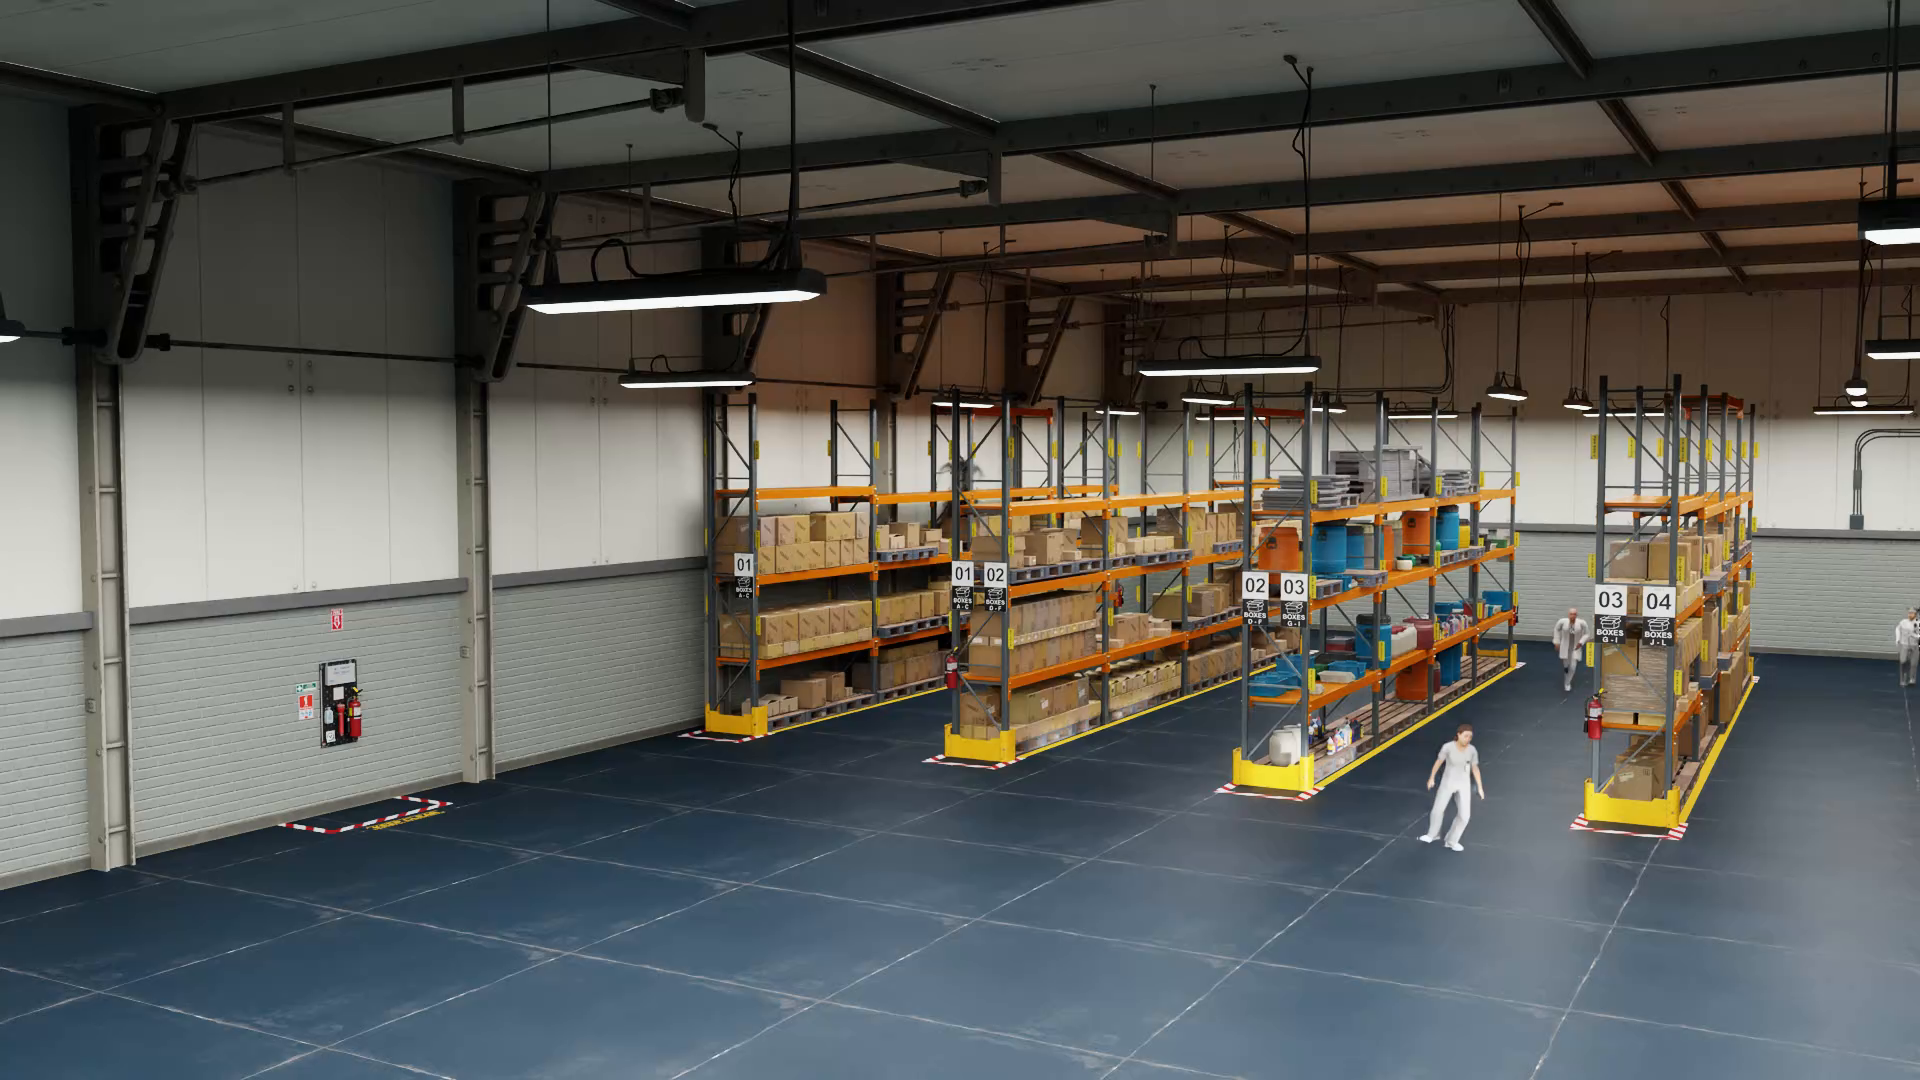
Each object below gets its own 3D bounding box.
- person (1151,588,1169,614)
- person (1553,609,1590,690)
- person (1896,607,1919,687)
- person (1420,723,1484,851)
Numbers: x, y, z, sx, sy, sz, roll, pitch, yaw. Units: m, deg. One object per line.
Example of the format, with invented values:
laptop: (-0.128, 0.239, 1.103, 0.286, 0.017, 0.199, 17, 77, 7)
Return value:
person: (4.956, 2.001, 39.678, 0.724, 1.734, 0.978, 1, 3, 22)
person: (12.786, 2.274, 34.779, 0.698, 1.712, 0.652, 1, 3, 14)
person: (20.079, 2.262, 35.170, 0.548, 1.713, 0.690, 2, 4, 34)
person: (6.162, 3.070, 20.855, 0.705, 1.604, 0.581, 0, 3, 4)
